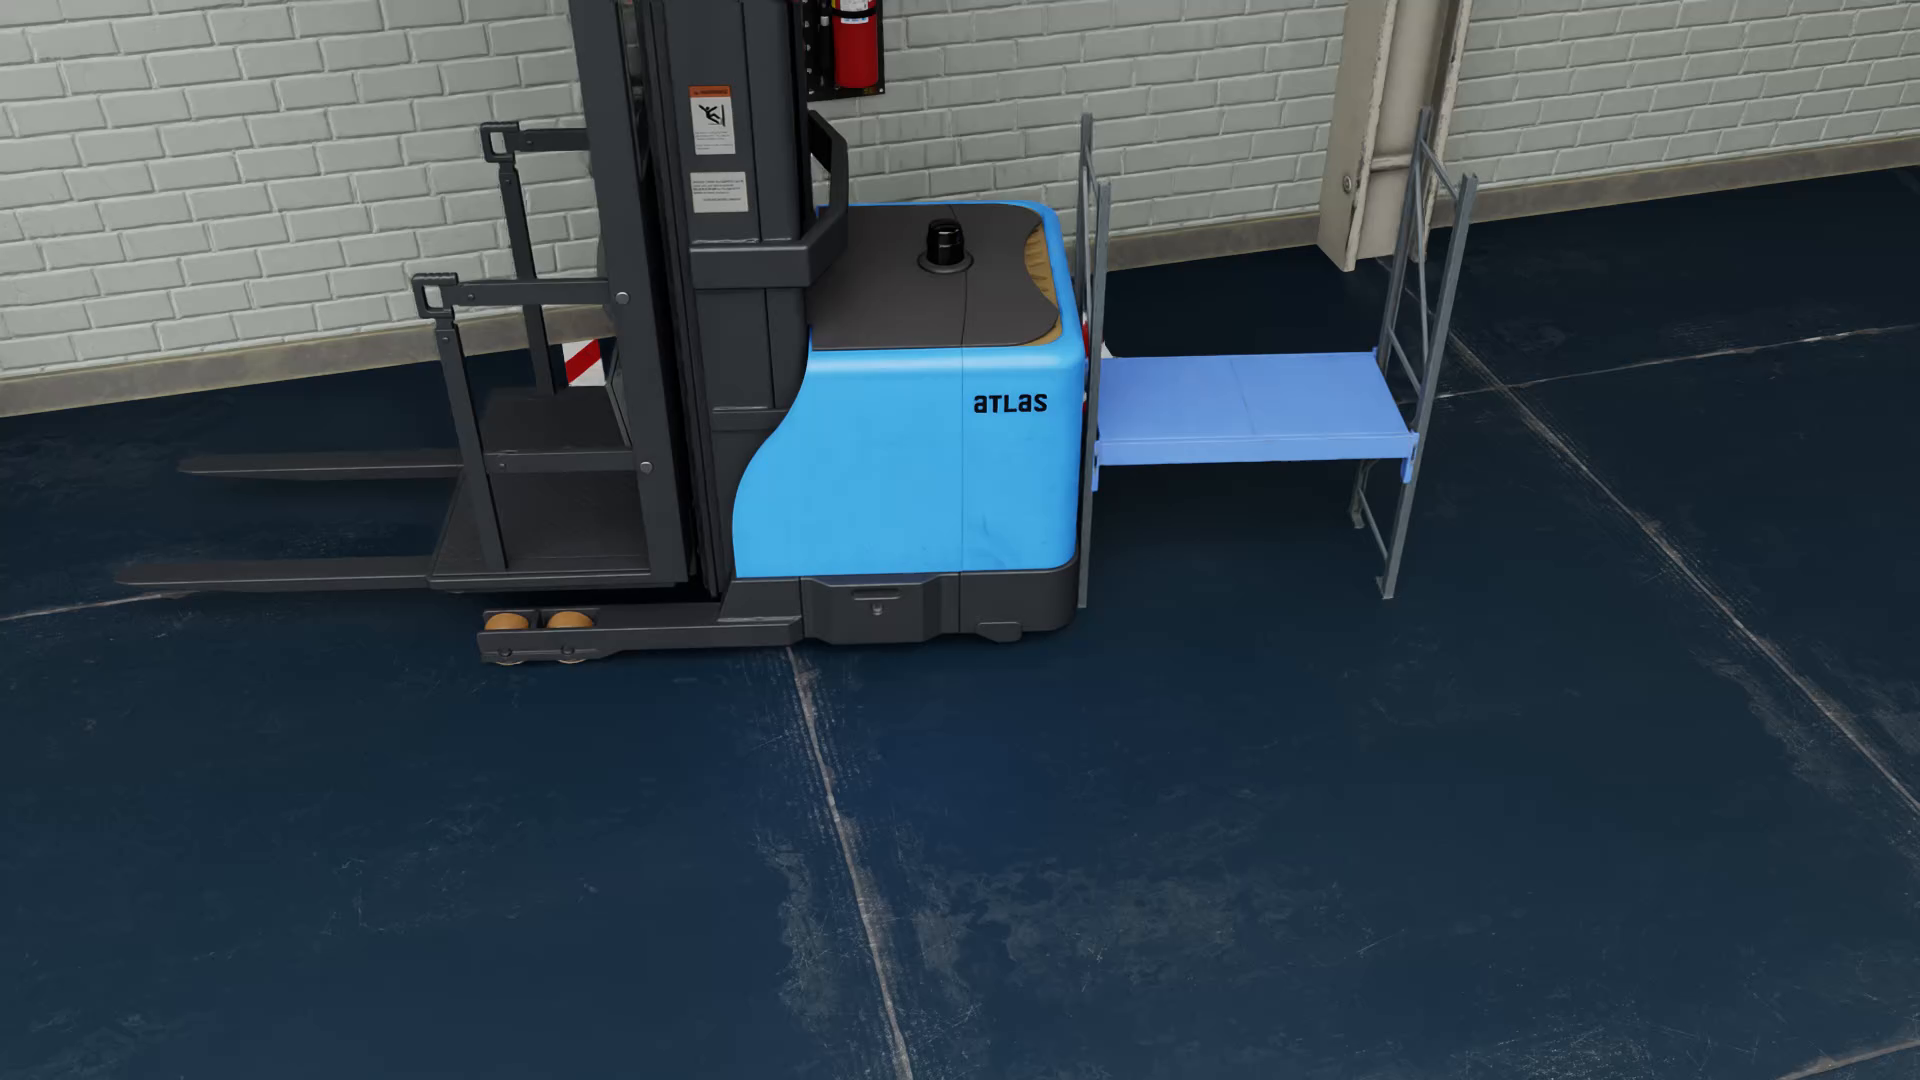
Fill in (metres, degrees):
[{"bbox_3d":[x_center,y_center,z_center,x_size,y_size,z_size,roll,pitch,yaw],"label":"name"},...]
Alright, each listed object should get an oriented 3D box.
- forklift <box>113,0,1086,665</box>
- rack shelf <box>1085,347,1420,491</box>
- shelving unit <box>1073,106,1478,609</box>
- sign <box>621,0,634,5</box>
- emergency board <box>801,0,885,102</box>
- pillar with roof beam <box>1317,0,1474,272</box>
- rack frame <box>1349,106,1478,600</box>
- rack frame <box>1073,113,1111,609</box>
[{"bbox_3d":[-1.160,-1.100,4.775,3.031,2.935,1.130,-2,37,-2],"label":"forklift"},{"bbox_3d":[0.895,-0.394,5.326,1.000,0.185,0.538,-2,37,-2],"label":"rack shelf"},{"bbox_3d":[0.895,-0.537,5.217,1.048,1.500,0.538,-2,37,-2],"label":"shelving unit"},{"bbox_3d":[-1.126,-2.106,6.005,0.234,0.329,0.001,-9,38,-12],"label":"sign"},{"bbox_3d":[-0.566,-2.119,6.051,0.643,1.169,0.194,-9,38,-12],"label":"emergency board"},{"bbox_3d":[2.952,-2.346,1.410,0.400,9.000,9.100,-9,38,-12],"label":"pillar with roof beam"},{"bbox_3d":[1.403,-0.551,5.235,0.032,1.500,0.500,-2,37,-2],"label":"rack frame"},{"bbox_3d":[0.388,-0.523,5.199,0.032,1.500,0.500,-2,37,-2],"label":"rack frame"}]
